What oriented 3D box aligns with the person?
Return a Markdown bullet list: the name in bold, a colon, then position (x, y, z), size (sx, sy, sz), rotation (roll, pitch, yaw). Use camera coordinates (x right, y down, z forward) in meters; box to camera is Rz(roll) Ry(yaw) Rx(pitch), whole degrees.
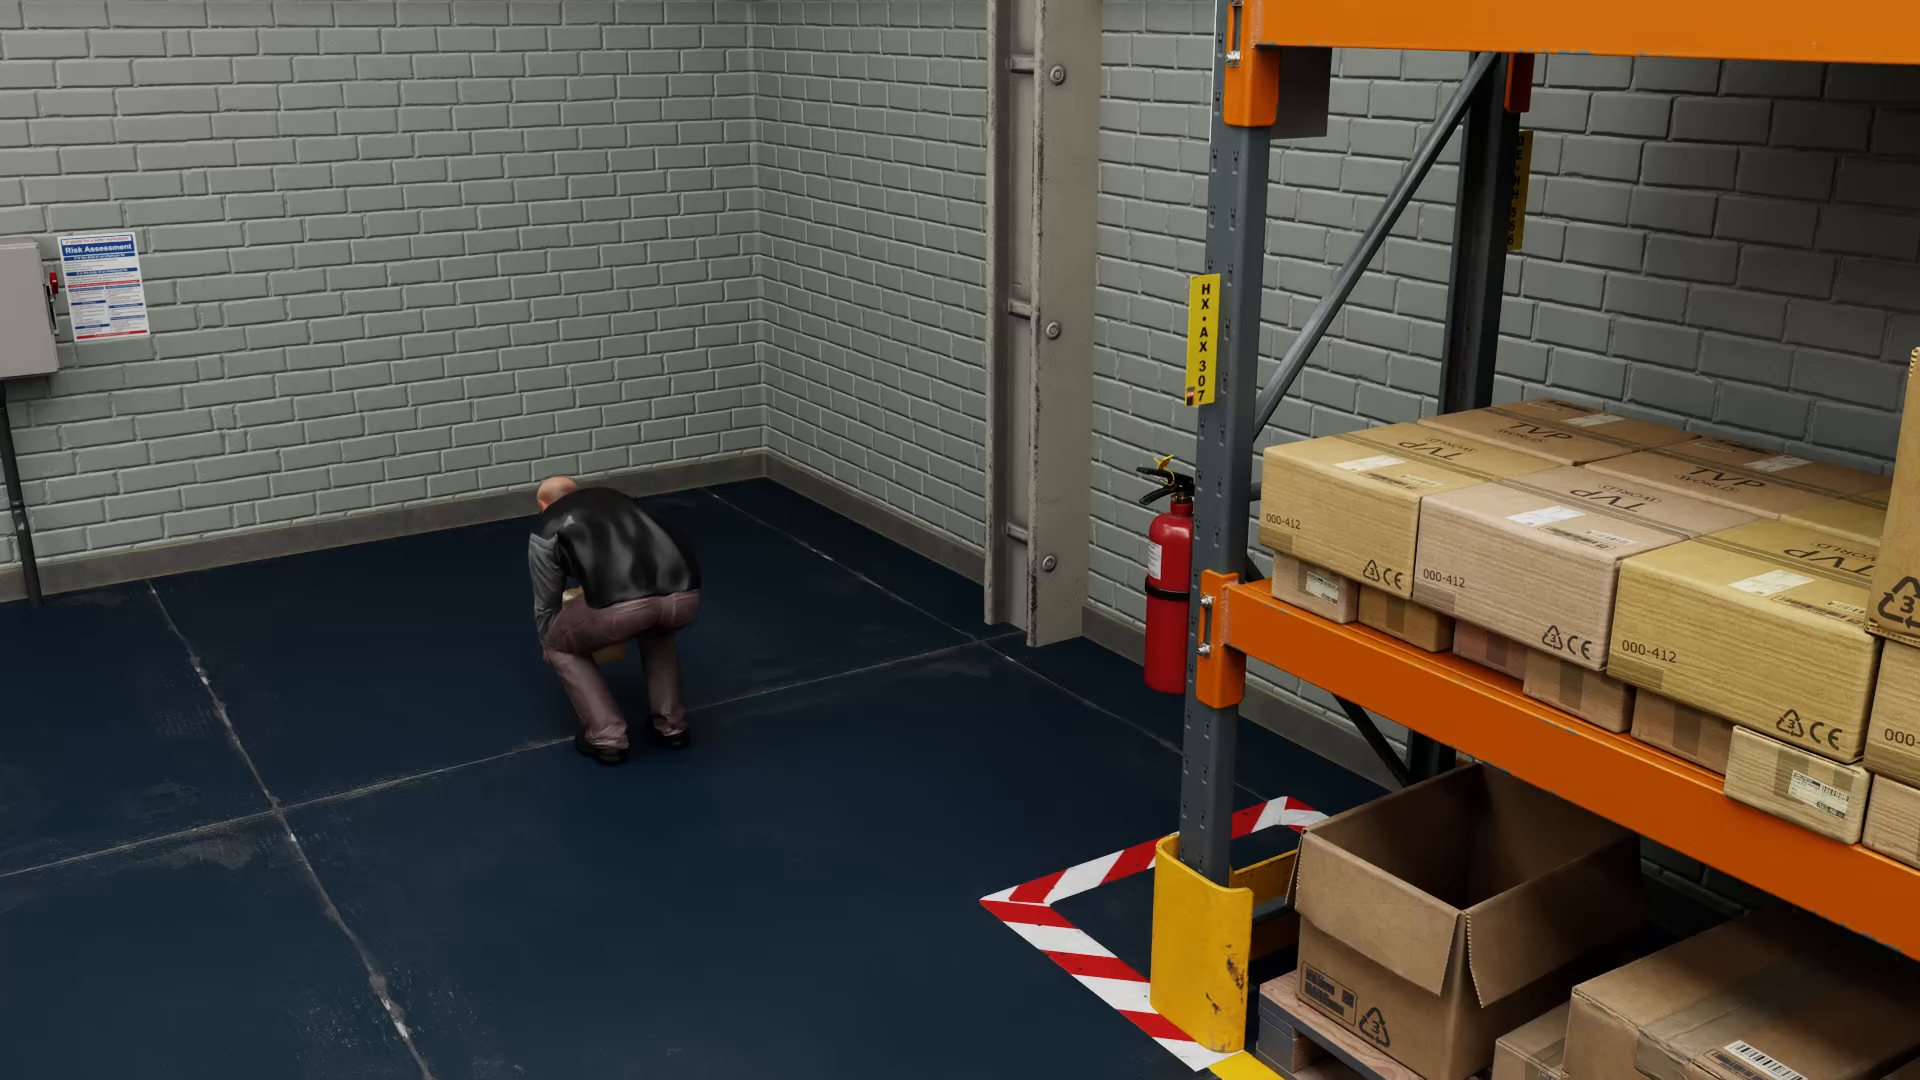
- **person**: position (-1.354, 0.291, 6.409), size (0.520, 0.977, 0.942), rotation (-13, 22, -34)
